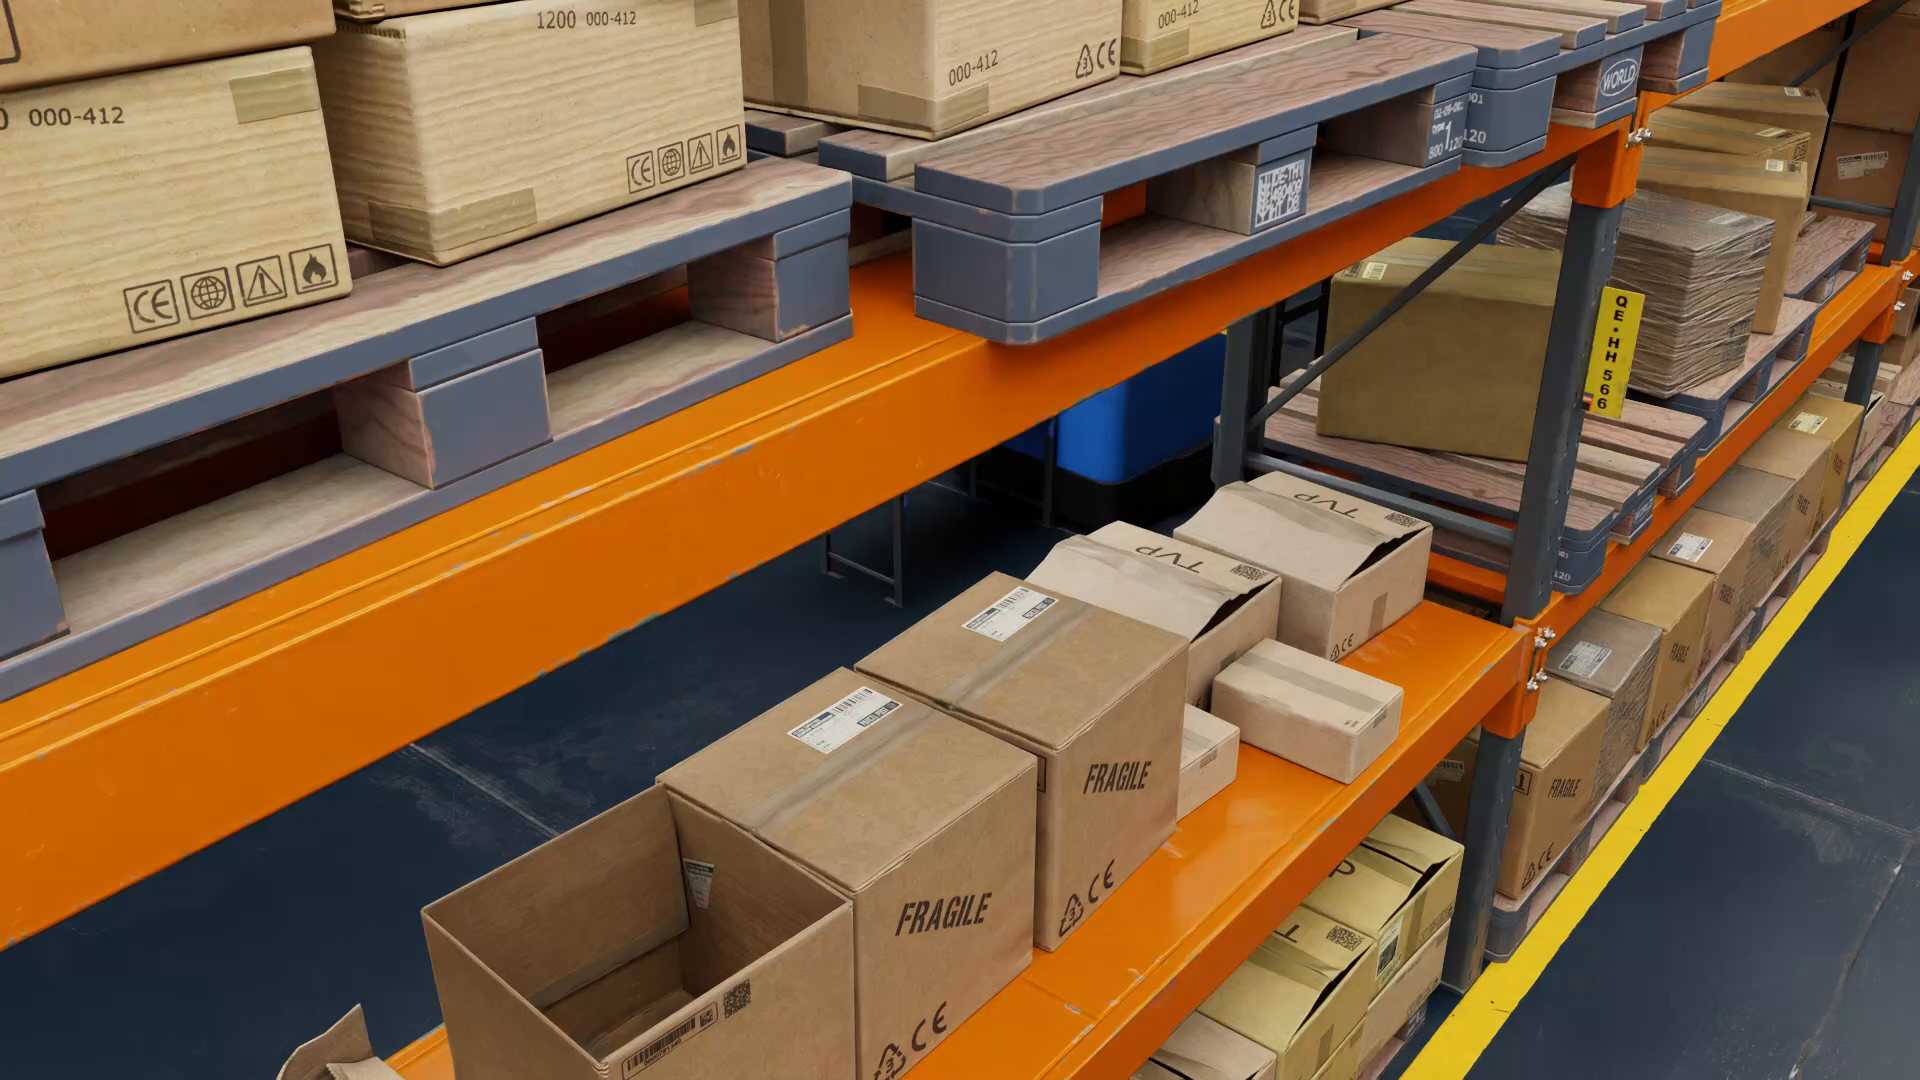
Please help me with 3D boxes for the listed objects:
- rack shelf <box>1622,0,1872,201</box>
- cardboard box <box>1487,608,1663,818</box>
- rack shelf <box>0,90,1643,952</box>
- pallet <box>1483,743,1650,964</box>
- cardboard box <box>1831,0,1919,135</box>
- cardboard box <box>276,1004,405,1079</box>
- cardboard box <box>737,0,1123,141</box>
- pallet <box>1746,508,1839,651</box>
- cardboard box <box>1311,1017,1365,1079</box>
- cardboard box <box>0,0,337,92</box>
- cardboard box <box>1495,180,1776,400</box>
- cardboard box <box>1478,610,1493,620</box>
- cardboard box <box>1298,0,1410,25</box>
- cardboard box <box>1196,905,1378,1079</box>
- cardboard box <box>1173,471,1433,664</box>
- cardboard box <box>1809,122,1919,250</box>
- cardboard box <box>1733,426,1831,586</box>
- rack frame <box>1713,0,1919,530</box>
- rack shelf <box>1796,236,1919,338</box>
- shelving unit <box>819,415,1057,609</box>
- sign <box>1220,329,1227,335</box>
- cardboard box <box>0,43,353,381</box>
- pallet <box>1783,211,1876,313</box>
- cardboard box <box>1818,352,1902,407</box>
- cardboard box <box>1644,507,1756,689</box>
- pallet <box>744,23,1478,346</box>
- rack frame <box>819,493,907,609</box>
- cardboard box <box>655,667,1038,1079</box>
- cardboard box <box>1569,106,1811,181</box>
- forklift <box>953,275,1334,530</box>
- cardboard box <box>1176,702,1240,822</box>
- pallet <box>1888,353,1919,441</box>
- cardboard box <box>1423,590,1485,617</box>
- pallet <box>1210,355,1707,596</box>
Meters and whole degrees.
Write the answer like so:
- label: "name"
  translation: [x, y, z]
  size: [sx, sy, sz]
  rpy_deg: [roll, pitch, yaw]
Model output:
- label: "rack shelf"
  translation: [2.457, -1.830, 5.542]
  size: [1.077, 0.370, 4.000]
  rpy_deg: [21, 34, 34]
- label: "cardboard box"
  translation: [2.024, 0.541, 5.681]
  size: [0.500, 0.500, 0.500]
  rpy_deg: [19, 33, 33]
- label: "rack shelf"
  translation: [-0.087, -0.412, 2.801]
  size: [1.077, 0.370, 4.000]
  rpy_deg: [21, 34, 34]
- label: "pallet"
  translation: [1.689, 0.876, 5.826]
  size: [1.003, 0.211, 1.213]
  rpy_deg: [21, 34, 34]
- label: "cardboard box"
  translation: [4.246, -2.100, 7.348]
  size: [0.500, 0.500, 0.500]
  rpy_deg: [22, 34, 36]
- label: "cardboard box"
  translation: [-0.942, 1.004, 2.691]
  size: [0.396, 0.266, 0.258]
  rpy_deg: [20, 33, 33]
- label: "cardboard box"
  translation: [-0.096, -0.803, 2.478]
  size: [0.500, 0.250, 0.500]
  rpy_deg: [18, 32, 30]
- label: "pallet"
  translation: [3.241, 0.011, 7.499]
  size: [1.003, 0.211, 1.213]
  rpy_deg: [21, 34, 34]
- label: "cardboard box"
  translation: [0.713, 1.368, 4.377]
  size: [0.500, 0.250, 0.500]
  rpy_deg: [20, 34, 34]
- label: "cardboard box"
  translation: [-0.937, -0.683, 1.431]
  size: [0.500, 0.500, 0.500]
  rpy_deg: [21, 34, 35]
- label: "cardboard box"
  translation: [2.228, -0.864, 5.590]
  size: [0.500, 0.500, 0.700]
  rpy_deg: [-21, 34, -34]
- label: "cardboard box"
  translation: [1.599, 0.406, 5.942]
  size: [0.500, 0.500, 0.500]
  rpy_deg: [22, 35, 36]
- label: "cardboard box"
  translation: [0.620, -1.192, 3.232]
  size: [0.500, 0.250, 0.500]
  rpy_deg: [22, 34, 36]
- label: "cardboard box"
  translation: [0.716, 1.121, 4.244]
  size: [0.500, 0.311, 0.500]
  rpy_deg: [20, 34, 34]
- label: "cardboard box"
  translation: [0.920, 0.047, 4.491]
  size: [0.500, 0.311, 0.500]
  rpy_deg: [23, 35, 37]
- label: "cardboard box"
  translation: [4.264, -1.672, 7.609]
  size: [0.500, 0.500, 0.500]
  rpy_deg: [22, 34, 36]
- label: "cardboard box"
  translation: [3.316, -0.180, 7.076]
  size: [0.500, 0.500, 0.500]
  rpy_deg: [21, 34, 35]
- label: "rack frame"
  translation: [3.729, -1.527, 7.437]
  size: [1.000, 3.000, 0.127]
  rpy_deg: [21, 34, 34]
- label: "rack shelf"
  translation: [5.001, -1.916, 8.973]
  size: [1.077, 0.370, 4.000]
  rpy_deg: [21, 34, 34]
- label: "shelving unit"
  translation: [-0.091, -0.623, 7.323]
  size: [0.538, 1.500, 1.048]
  rpy_deg: [22, 35, 36]
- label: "sign"
  translation: [0.760, -0.743, 4.747]
  size: [0.100, 0.325, 0.005]
  rpy_deg: [21, 34, 34]
- label: "cardboard box"
  translation: [-0.960, -0.358, 1.619]
  size: [0.500, 0.250, 0.500]
  rpy_deg: [-24, 36, -38]
- label: "pallet"
  translation: [3.137, -1.190, 6.995]
  size: [1.003, 0.211, 1.213]
  rpy_deg: [21, 34, 34]
- label: "cardboard box"
  translation: [4.706, -0.859, 8.750]
  size: [0.380, 0.166, 0.250]
  rpy_deg: [21, 34, 34]
- label: "cardboard box"
  translation: [2.674, 0.178, 6.382]
  size: [0.500, 0.500, 0.500]
  rpy_deg: [19, 33, 33]
- label: "pallet"
  translation: [0.113, -0.693, 2.766]
  size: [1.003, 0.211, 1.213]
  rpy_deg: [23, 35, 37]
- label: "rack frame"
  translation: [-0.427, -0.448, 6.984]
  size: [0.500, 1.500, 0.032]
  rpy_deg: [22, 35, 36]
- label: "cardboard box"
  translation: [-0.205, 0.633, 3.152]
  size: [0.500, 0.500, 0.500]
  rpy_deg: [21, 34, 34]
- label: "cardboard box"
  translation: [2.867, -1.393, 6.612]
  size: [0.500, 0.500, 0.700]
  rpy_deg: [-22, 35, -36]
- label: "forklift"
  translation: [1.330, -1.935, 8.300]
  size: [1.130, 2.935, 3.031]
  rpy_deg: [23, 35, 37]
- label: "cardboard box"
  translation: [0.417, 0.472, 3.847]
  size: [0.380, 0.149, 0.250]
  rpy_deg: [24, 36, 38]
- label: "pallet"
  translation: [4.942, -0.966, 9.387]
  size: [1.003, 0.211, 1.213]
  rpy_deg: [21, 34, 34]
- label: "cardboard box"
  translation: [1.631, 0.052, 5.811]
  size: [0.500, 0.250, 0.500]
  rpy_deg: [22, 35, 36]
- label: "pallet"
  translation: [1.562, -0.284, 5.243]
  size: [1.213, 0.211, 1.003]
  rpy_deg: [21, 34, 34]
